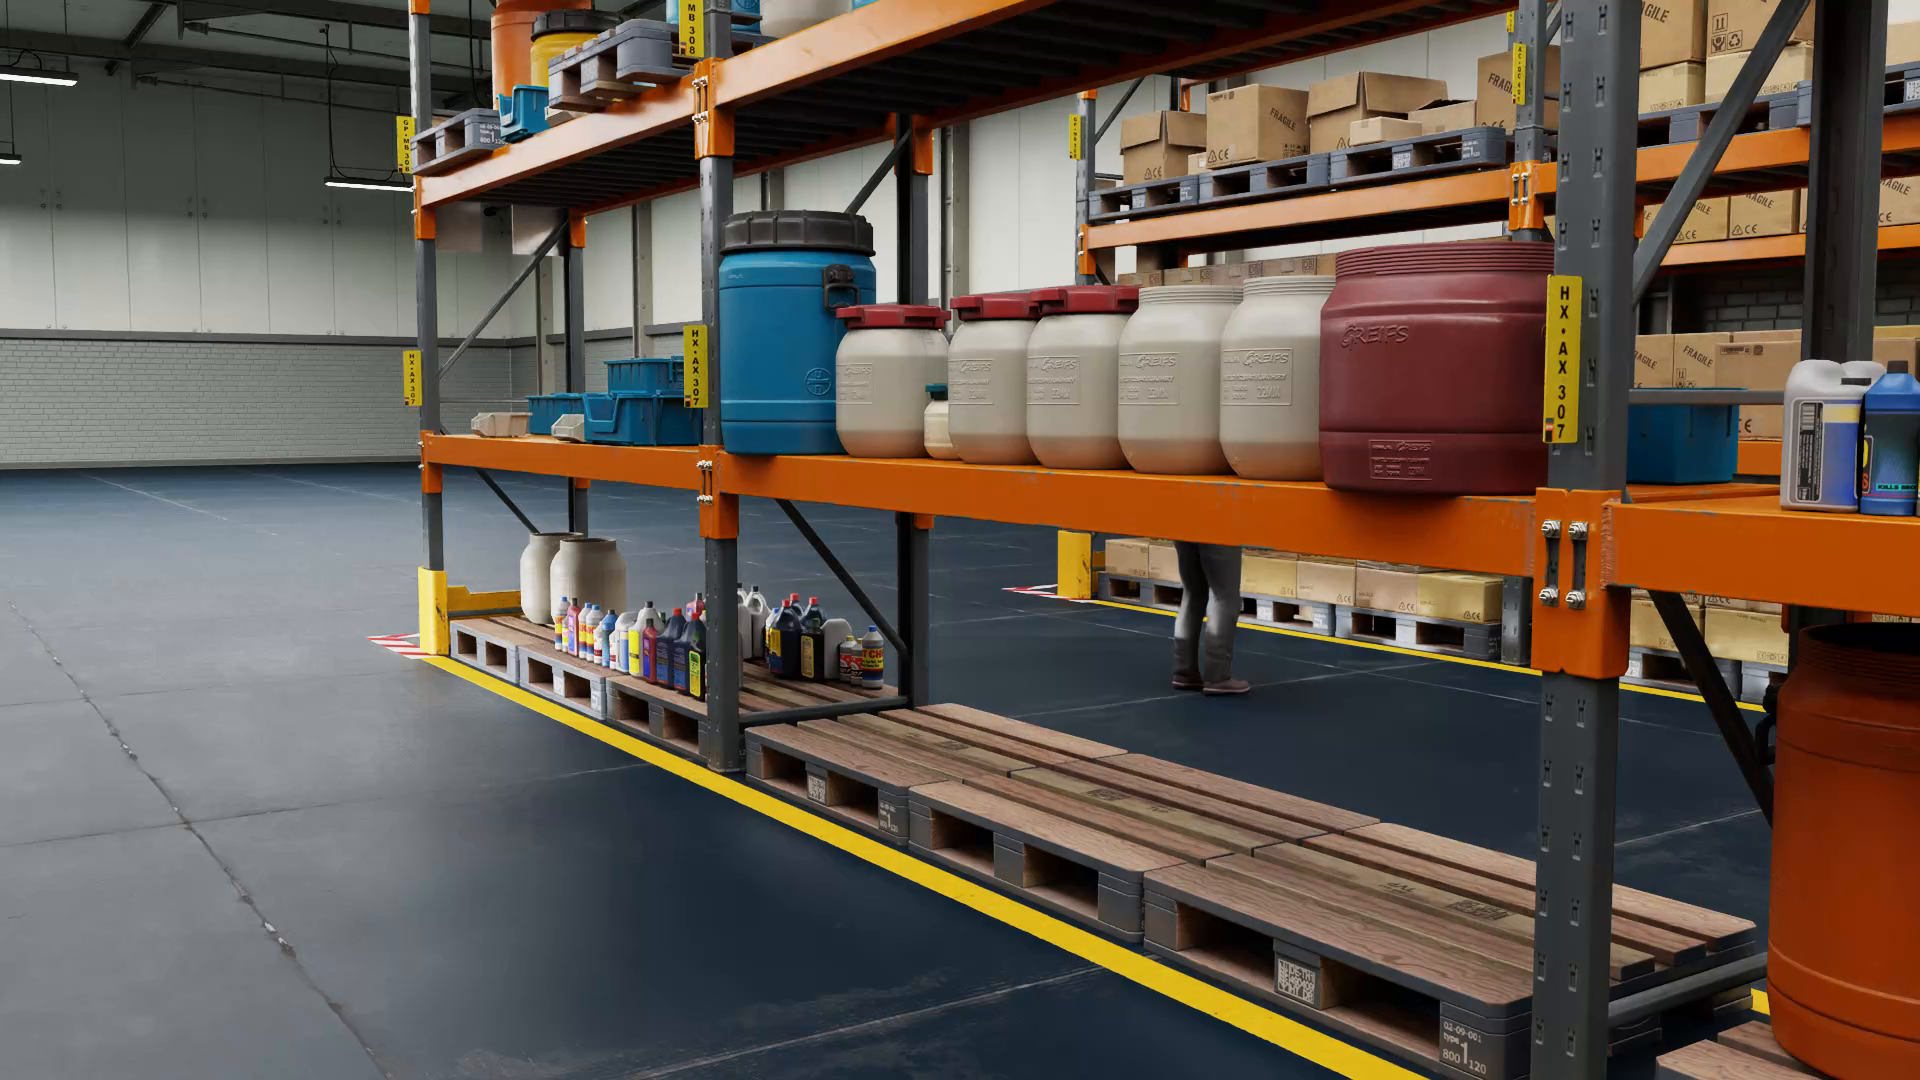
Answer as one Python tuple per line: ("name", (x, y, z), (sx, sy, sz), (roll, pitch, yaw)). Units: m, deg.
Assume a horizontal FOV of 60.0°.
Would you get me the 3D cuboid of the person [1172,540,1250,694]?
("person", (1.347, -0.039, 8.644), (0.523, 1.647, 0.450), (-3, 6, -33))
